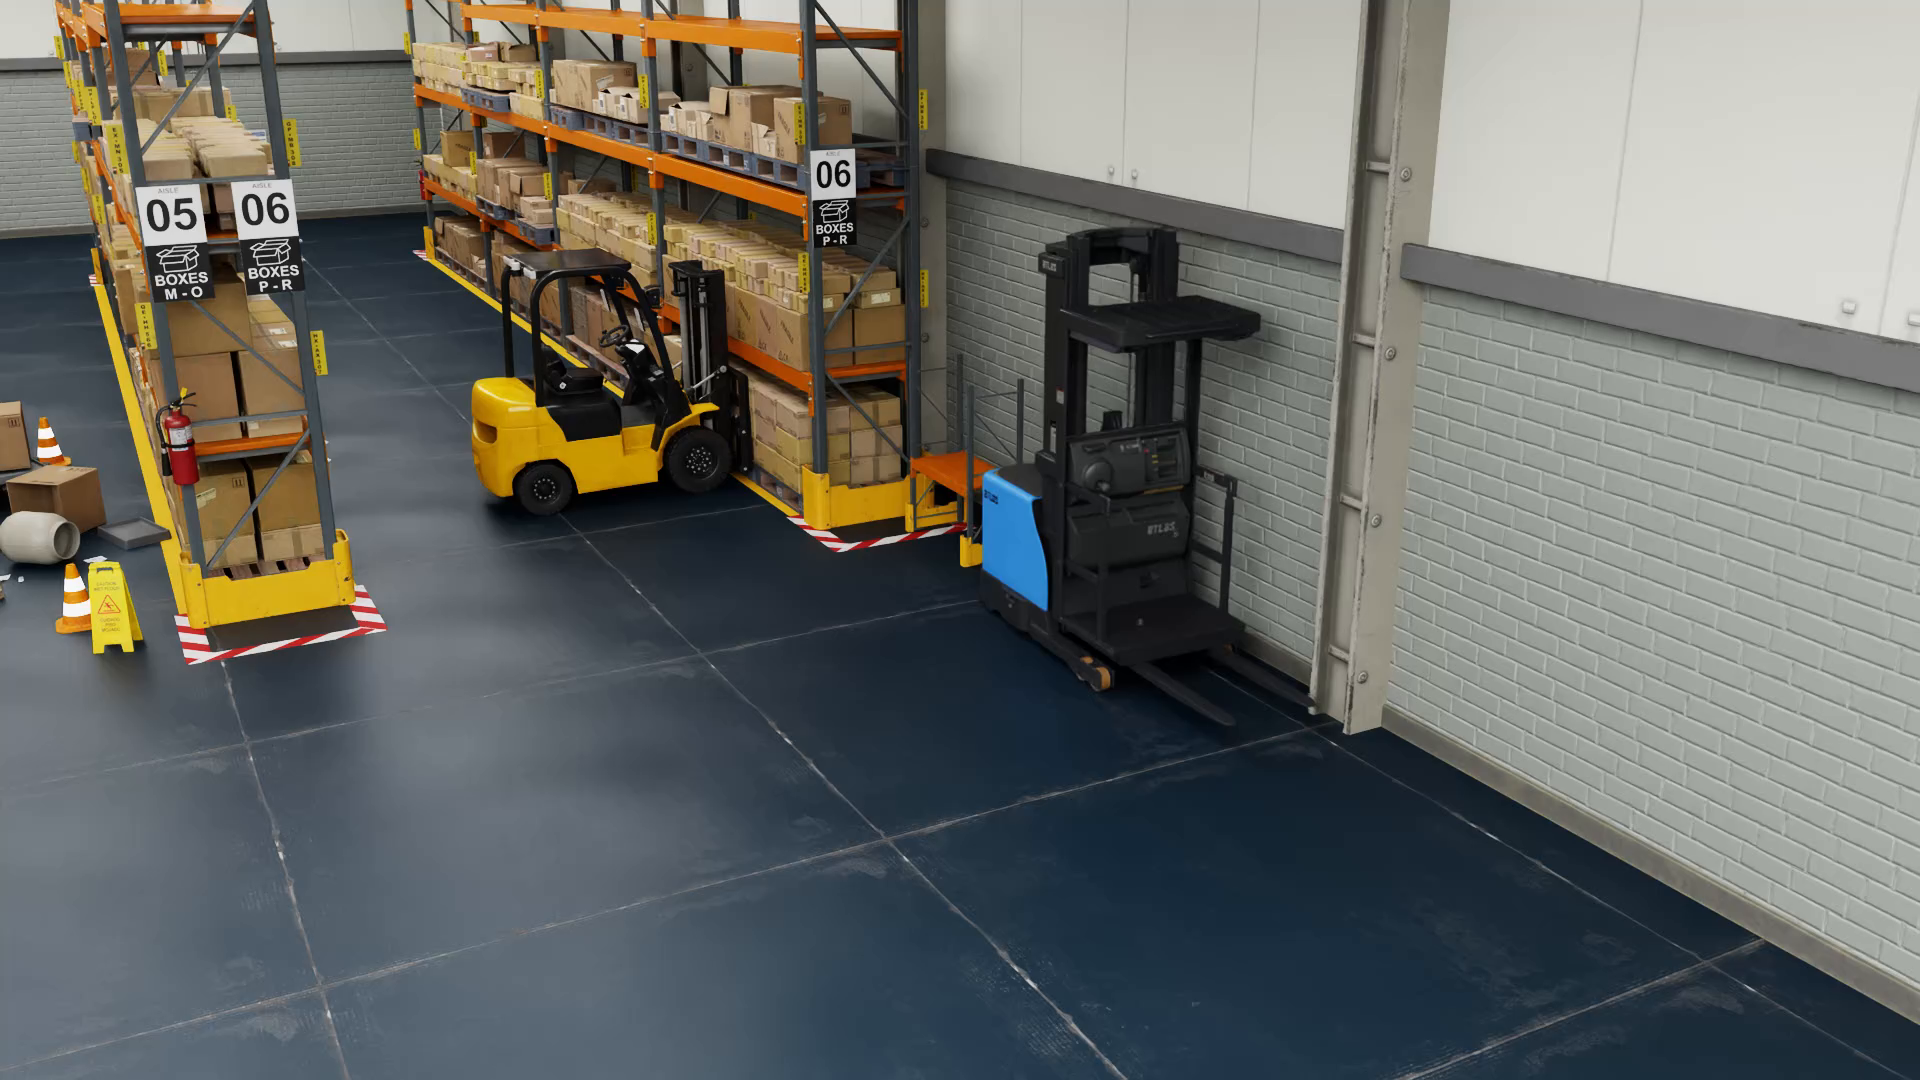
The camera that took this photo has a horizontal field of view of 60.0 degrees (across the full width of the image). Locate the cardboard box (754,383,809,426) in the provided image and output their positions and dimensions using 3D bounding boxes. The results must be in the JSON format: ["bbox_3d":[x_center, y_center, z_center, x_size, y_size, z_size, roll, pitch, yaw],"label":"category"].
[{"bbox_3d":[-1.551,-1.245,15.180,0.500,0.250,0.500,-10,21,-26],"label":"cardboard box"}]

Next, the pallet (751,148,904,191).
[{"bbox_3d":[-1.123,-3.227,14.423,1.003,0.211,1.213,-10,21,-27],"label":"pallet"}]

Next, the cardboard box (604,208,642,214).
[{"bbox_3d":[-3.886,-3.729,19.192,0.380,0.149,0.250,-10,21,-27],"label":"cardboard box"}]

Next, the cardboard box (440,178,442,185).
[{"bbox_3d":[-8.110,-5.764,26.621,0.380,0.149,0.250,-9,21,-25],"label":"cardboard box"}]

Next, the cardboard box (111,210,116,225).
[{"bbox_3d":[-8.712,-3.244,17.680,0.500,0.500,0.500,-9,21,-24],"label":"cardboard box"}]

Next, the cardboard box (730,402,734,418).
[{"bbox_3d":[-2.043,-1.305,16.121,0.500,0.250,0.500,-10,21,-27],"label":"cardboard box"}]

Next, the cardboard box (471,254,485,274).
[{"bbox_3d":[-7.201,-4.212,25.287,0.396,0.266,0.258,-9,21,-25],"label":"cardboard box"}]

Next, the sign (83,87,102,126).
[{"bbox_3d":[-7.563,-3.784,14.504,0.100,0.325,0.005,-10,21,-27],"label":"sign"}]

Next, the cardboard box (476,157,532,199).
[{"bbox_3d":[-6.475,-5.161,23.693,0.700,0.500,0.500,-9,21,-25],"label":"cardboard box"}]

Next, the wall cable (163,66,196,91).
[{"bbox_3d":[-14.230,-7.786,30.539,0.588,1.984,0.122,-10,21,-27],"label":"wall cable"}]

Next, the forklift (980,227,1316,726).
[{"bbox_3d":[1.264,-0.532,11.180,1.130,2.935,3.031,-9,21,-25],"label":"forklift"}]

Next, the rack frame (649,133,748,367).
[{"bbox_3d":[-2.709,-2.793,17.626,1.000,3.000,0.127,-10,21,-27],"label":"rack frame"}]

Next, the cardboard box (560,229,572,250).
[{"bbox_3d":[-4.613,-3.705,20.499,0.500,0.250,0.500,-10,21,-26],"label":"cardboard box"}]

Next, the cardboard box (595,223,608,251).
[{"bbox_3d":[-3.879,-3.501,19.143,0.500,0.250,0.500,-10,21,-26],"label":"cardboard box"}]

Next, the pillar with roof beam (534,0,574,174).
[{"bbox_3d":[-9.834,-7.598,22.354,9.100,9.000,0.400,-10,21,-27],"label":"pillar with roof beam"}]

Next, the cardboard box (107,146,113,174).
[{"bbox_3d":[-6.855,-3.195,13.967,0.500,0.250,0.500,-10,21,-27],"label":"cardboard box"}]

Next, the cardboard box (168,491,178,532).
[{"bbox_3d":[-6.290,-0.263,13.866,0.500,0.250,0.500,-11,22,-29],"label":"cardboard box"}]

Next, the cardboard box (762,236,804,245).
[{"bbox_3d":[-1.712,-2.870,16.245,0.380,0.149,0.250,-10,22,-27],"label":"cardboard box"}]

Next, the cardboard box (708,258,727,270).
[{"bbox_3d":[-2.207,-2.642,16.042,0.380,0.149,0.250,-11,22,-28],"label":"cardboard box"}]

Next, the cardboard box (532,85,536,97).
[{"bbox_3d":[-5.197,-5.698,21.065,0.380,0.149,0.250,-9,21,-25],"label":"cardboard box"}]

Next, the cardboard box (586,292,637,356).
[{"bbox_3d":[-4.008,-2.649,20.207,0.875,0.625,0.625,-9,21,-25],"label":"cardboard box"}]

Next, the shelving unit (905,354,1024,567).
[{"bbox_3d":[0.036,-0.687,13.823,0.587,1.500,1.083,-10,21,-27],"label":"shelving unit"}]

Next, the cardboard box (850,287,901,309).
[{"bbox_3d":[-0.743,-2.136,14.574,0.380,0.149,0.250,-11,22,-28],"label":"cardboard box"}]

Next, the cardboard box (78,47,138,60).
[{"bbox_3d":[-11.544,-6.414,22.566,0.797,0.503,0.637,-8,21,-22],"label":"cardboard box"}]

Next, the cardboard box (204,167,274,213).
[{"bbox_3d":[-5.181,-2.548,12.091,0.500,0.250,0.500,-10,22,-28],"label":"cardboard box"}]

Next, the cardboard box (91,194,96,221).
[{"bbox_3d":[-11.569,-4.607,22.730,0.500,0.500,0.500,-11,22,-28],"label":"cardboard box"}]

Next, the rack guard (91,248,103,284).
[{"bbox_3d":[-12.786,-4.293,25.805,1.175,0.500,0.348,-10,21,-27],"label":"rack guard"}]

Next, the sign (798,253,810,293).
[{"bbox_3d":[-1.294,-2.223,13.838,0.100,0.325,0.005,-10,21,-27],"label":"sign"}]

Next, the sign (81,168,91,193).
[{"bbox_3d":[-11.363,-4.679,21.645,0.100,0.325,0.005,-10,21,-27],"label":"sign"}]

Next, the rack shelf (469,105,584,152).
[{"bbox_3d":[-5.559,-5.593,22.245,1.077,0.370,4.000,-10,21,-27],"label":"rack shelf"}]

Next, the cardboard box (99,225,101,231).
[{"bbox_3d":[-10.184,-3.875,20.227,0.500,0.250,0.500,-11,22,-28],"label":"cardboard box"}]

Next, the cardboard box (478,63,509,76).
[{"bbox_3d":[-6.335,-6.406,22.632,0.380,0.149,0.250,-10,22,-28],"label":"cardboard box"}]

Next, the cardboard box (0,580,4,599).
[{"bbox_3d":[-7.576,0.410,12.715,0.380,0.149,0.250,1,19,2],"label":"cardboard box"}]

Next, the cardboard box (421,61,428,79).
[{"bbox_3d":[-8.178,-7.413,26.190,0.500,0.250,0.500,-10,21,-26],"label":"cardboard box"}]

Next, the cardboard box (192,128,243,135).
[{"bbox_3d":[-6.058,-3.280,13.601,0.380,0.149,0.250,-10,21,-26],"label":"cardboard box"}]

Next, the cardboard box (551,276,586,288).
[{"bbox_3d":[-5.066,-3.367,21.484,0.380,0.149,0.250,-11,22,-29],"label":"cardboard box"}]

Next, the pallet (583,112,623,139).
[{"bbox_3d":[-3.674,-4.768,19.041,1.003,0.211,1.213,-9,21,-24],"label":"pallet"}]

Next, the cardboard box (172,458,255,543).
[{"bbox_3d":[-5.786,-0.317,12.874,0.500,0.500,0.500,-10,21,-26],"label":"cardboard box"}]

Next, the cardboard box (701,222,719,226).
[{"bbox_3d":[-2.769,-3.366,18.139,0.380,0.149,0.250,-11,22,-28],"label":"cardboard box"}]

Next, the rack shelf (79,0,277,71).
[{"bbox_3d":[-6.126,-3.943,12.870,1.077,0.370,4.000,-10,21,-27],"label":"rack shelf"}]

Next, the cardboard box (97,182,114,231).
[{"bbox_3d":[-9.451,-3.799,18.855,0.500,0.500,0.500,-11,22,-28],"label":"cardboard box"}]

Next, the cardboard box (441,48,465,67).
[{"bbox_3d":[-7.442,-7.212,24.842,0.500,0.250,0.500,-10,21,-26],"label":"cardboard box"}]

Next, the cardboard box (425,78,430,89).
[{"bbox_3d":[-8.179,-7.174,26.110,0.380,0.149,0.250,-9,21,-25],"label":"cardboard box"}]

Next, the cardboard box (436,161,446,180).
[{"bbox_3d":[-7.946,-5.845,26.247,0.500,0.250,0.500,-10,22,-28],"label":"cardboard box"}]

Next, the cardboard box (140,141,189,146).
[{"bbox_3d":[-6.008,-2.904,12.514,0.380,0.149,0.250,-10,21,-27],"label":"cardboard box"}]

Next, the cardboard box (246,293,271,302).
[{"bbox_3d":[-6.145,-1.826,14.217,0.500,0.500,0.500,-9,21,-25],"label":"cardboard box"}]

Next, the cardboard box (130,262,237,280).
[{"bbox_3d":[-5.845,-1.794,12.590,0.700,0.500,0.500,-10,21,-26],"label":"cardboard box"}]

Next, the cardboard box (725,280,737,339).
[{"bbox_3d":[-2.005,-2.232,15.848,0.500,0.500,0.500,-10,21,-26],"label":"cardboard box"}]

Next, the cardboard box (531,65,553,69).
[{"bbox_3d":[-5.508,-6.268,22.232,0.380,0.149,0.250,-9,21,-25],"label":"cardboard box"}]

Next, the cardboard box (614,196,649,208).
[{"bbox_3d":[-3.984,-4.091,20.241,0.380,0.149,0.250,-10,21,-27],"label":"cardboard box"}]

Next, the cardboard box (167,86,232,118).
[{"bbox_3d":[-7.246,-4.176,15.856,0.500,0.250,0.500,-10,22,-28],"label":"cardboard box"}]

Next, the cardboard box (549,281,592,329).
[{"bbox_3d":[-4.999,-3.046,21.548,0.500,0.500,0.500,-9,21,-25],"label":"cardboard box"}]

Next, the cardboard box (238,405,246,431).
[{"bbox_3d":[-5.288,-0.955,12.687,0.380,0.149,0.250,-10,21,-26],"label":"cardboard box"}]

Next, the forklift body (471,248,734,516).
[{"bbox_3d":[-3.316,-1.505,15.195,2.313,2.155,1.214,-10,21,-27],"label":"forklift body"}]

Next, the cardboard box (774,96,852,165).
[{"bbox_3d":[-1.235,-3.445,13.966,0.500,0.500,0.500,-9,21,-25],"label":"cardboard box"}]

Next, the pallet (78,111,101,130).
[{"bbox_3d":[-9.862,-4.997,19.704,1.003,0.211,1.213,-9,21,-24],"label":"pallet"}]

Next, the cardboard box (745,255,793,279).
[{"bbox_3d":[-1.732,-2.486,15.135,0.380,0.149,0.250,-9,21,-25],"label":"cardboard box"}]

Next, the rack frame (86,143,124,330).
[{"bbox_3d":[-10.875,-4.319,22.050,1.000,3.000,0.127,-10,21,-27],"label":"rack frame"}]
